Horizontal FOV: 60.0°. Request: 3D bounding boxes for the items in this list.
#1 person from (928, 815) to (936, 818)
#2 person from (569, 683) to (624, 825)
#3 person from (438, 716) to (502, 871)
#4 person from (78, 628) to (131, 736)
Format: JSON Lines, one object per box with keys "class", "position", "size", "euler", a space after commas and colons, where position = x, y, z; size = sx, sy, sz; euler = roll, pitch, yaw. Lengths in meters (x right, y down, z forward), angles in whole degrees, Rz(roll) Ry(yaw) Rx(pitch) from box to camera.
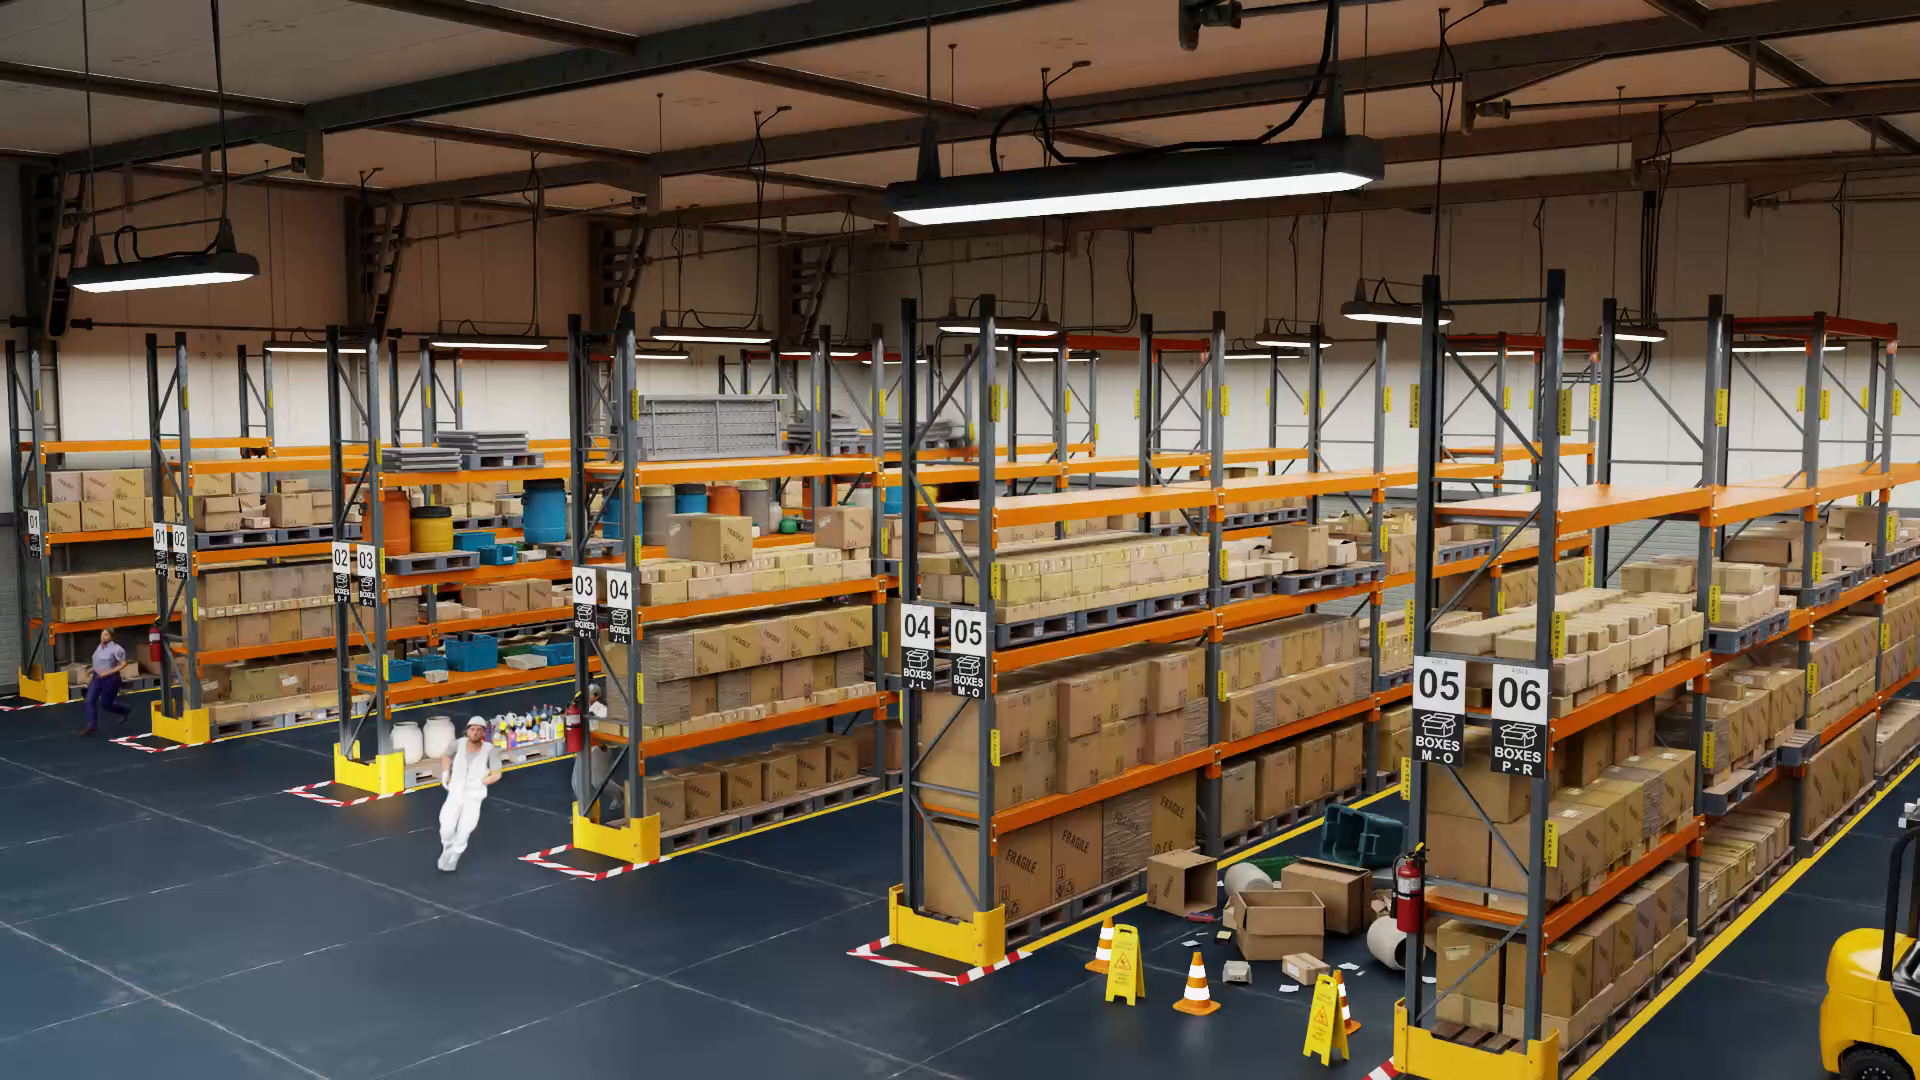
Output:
{"class": "person", "position": [-0.125, 2.702, 18.232], "size": [0.536, 1.766, 0.742], "euler": [3, 6, 33]}
{"class": "person", "position": [-4.387, 2.552, 20.045], "size": [0.623, 1.672, 0.763], "euler": [4, 7, 38]}
{"class": "person", "position": [-5.234, 2.709, 17.688], "size": [0.723, 1.692, 0.579], "euler": [-1, 5, -7]}
{"class": "person", "position": [-12.832, 2.112, 25.033], "size": [0.656, 1.606, 0.765], "euler": [2, 6, 21]}
